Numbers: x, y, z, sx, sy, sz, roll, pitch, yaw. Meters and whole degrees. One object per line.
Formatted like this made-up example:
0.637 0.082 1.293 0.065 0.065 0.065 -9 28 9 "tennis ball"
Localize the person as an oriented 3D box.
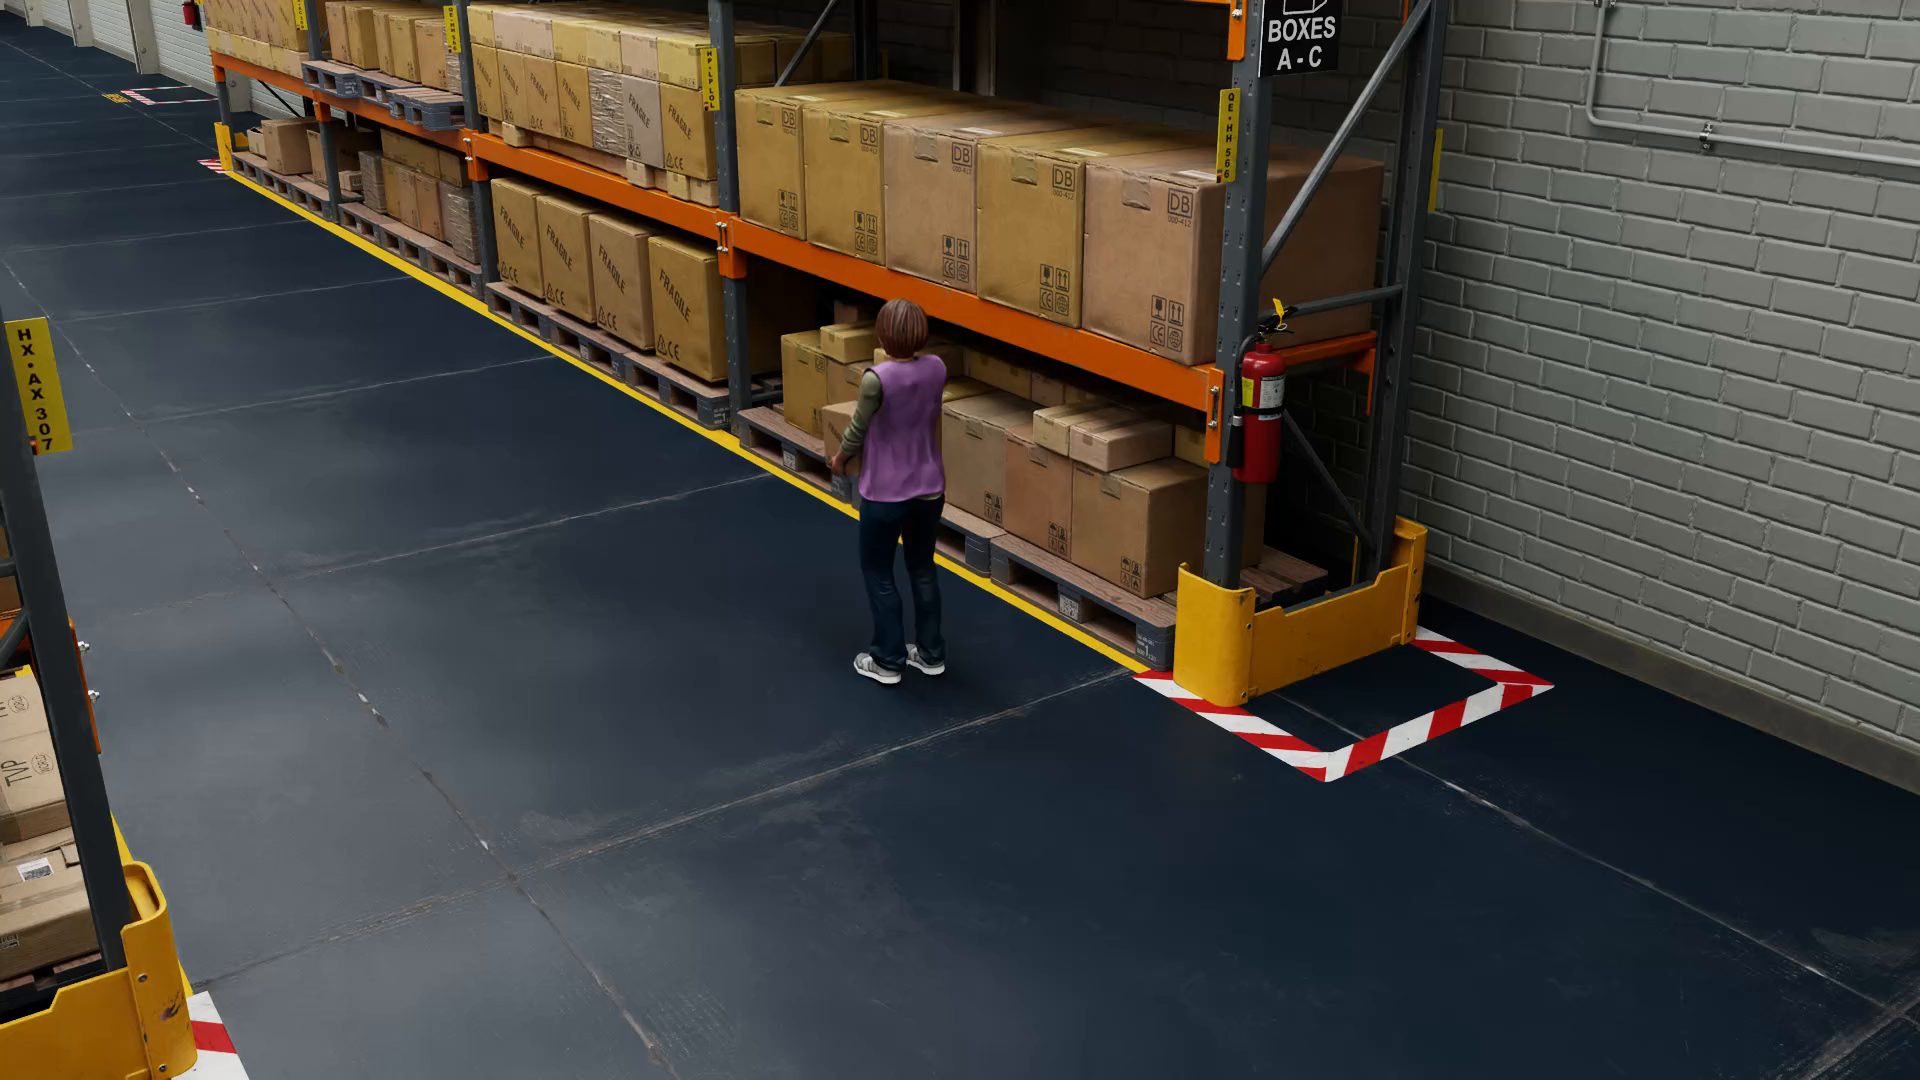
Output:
-0.278 -0.205 6.623 0.404 1.596 0.490 -15 26 -32 "person"
